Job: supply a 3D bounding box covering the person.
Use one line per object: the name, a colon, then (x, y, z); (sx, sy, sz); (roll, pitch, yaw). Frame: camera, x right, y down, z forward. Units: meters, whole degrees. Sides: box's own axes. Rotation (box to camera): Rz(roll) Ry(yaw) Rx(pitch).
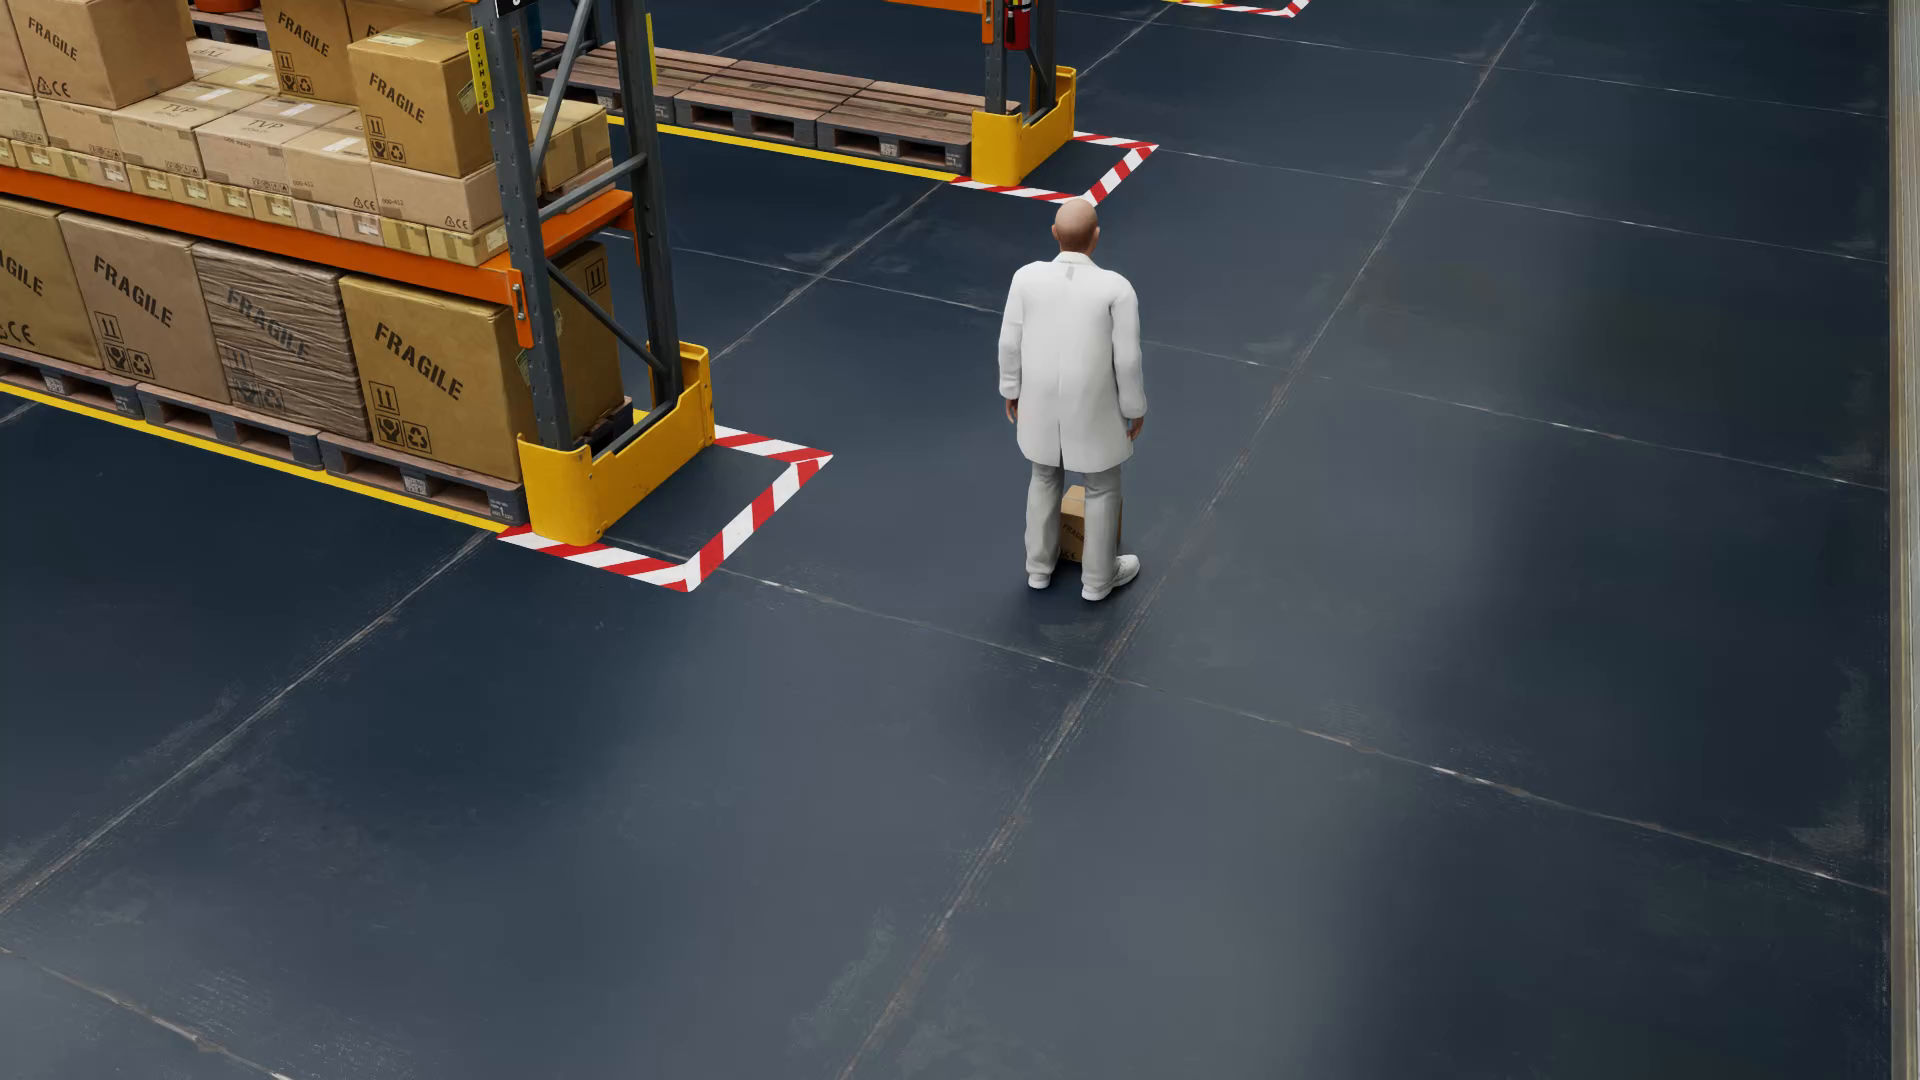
person: (0.474, -0.578, 7.037); (0.648, 1.772, 0.429); (12, 35, 18)
